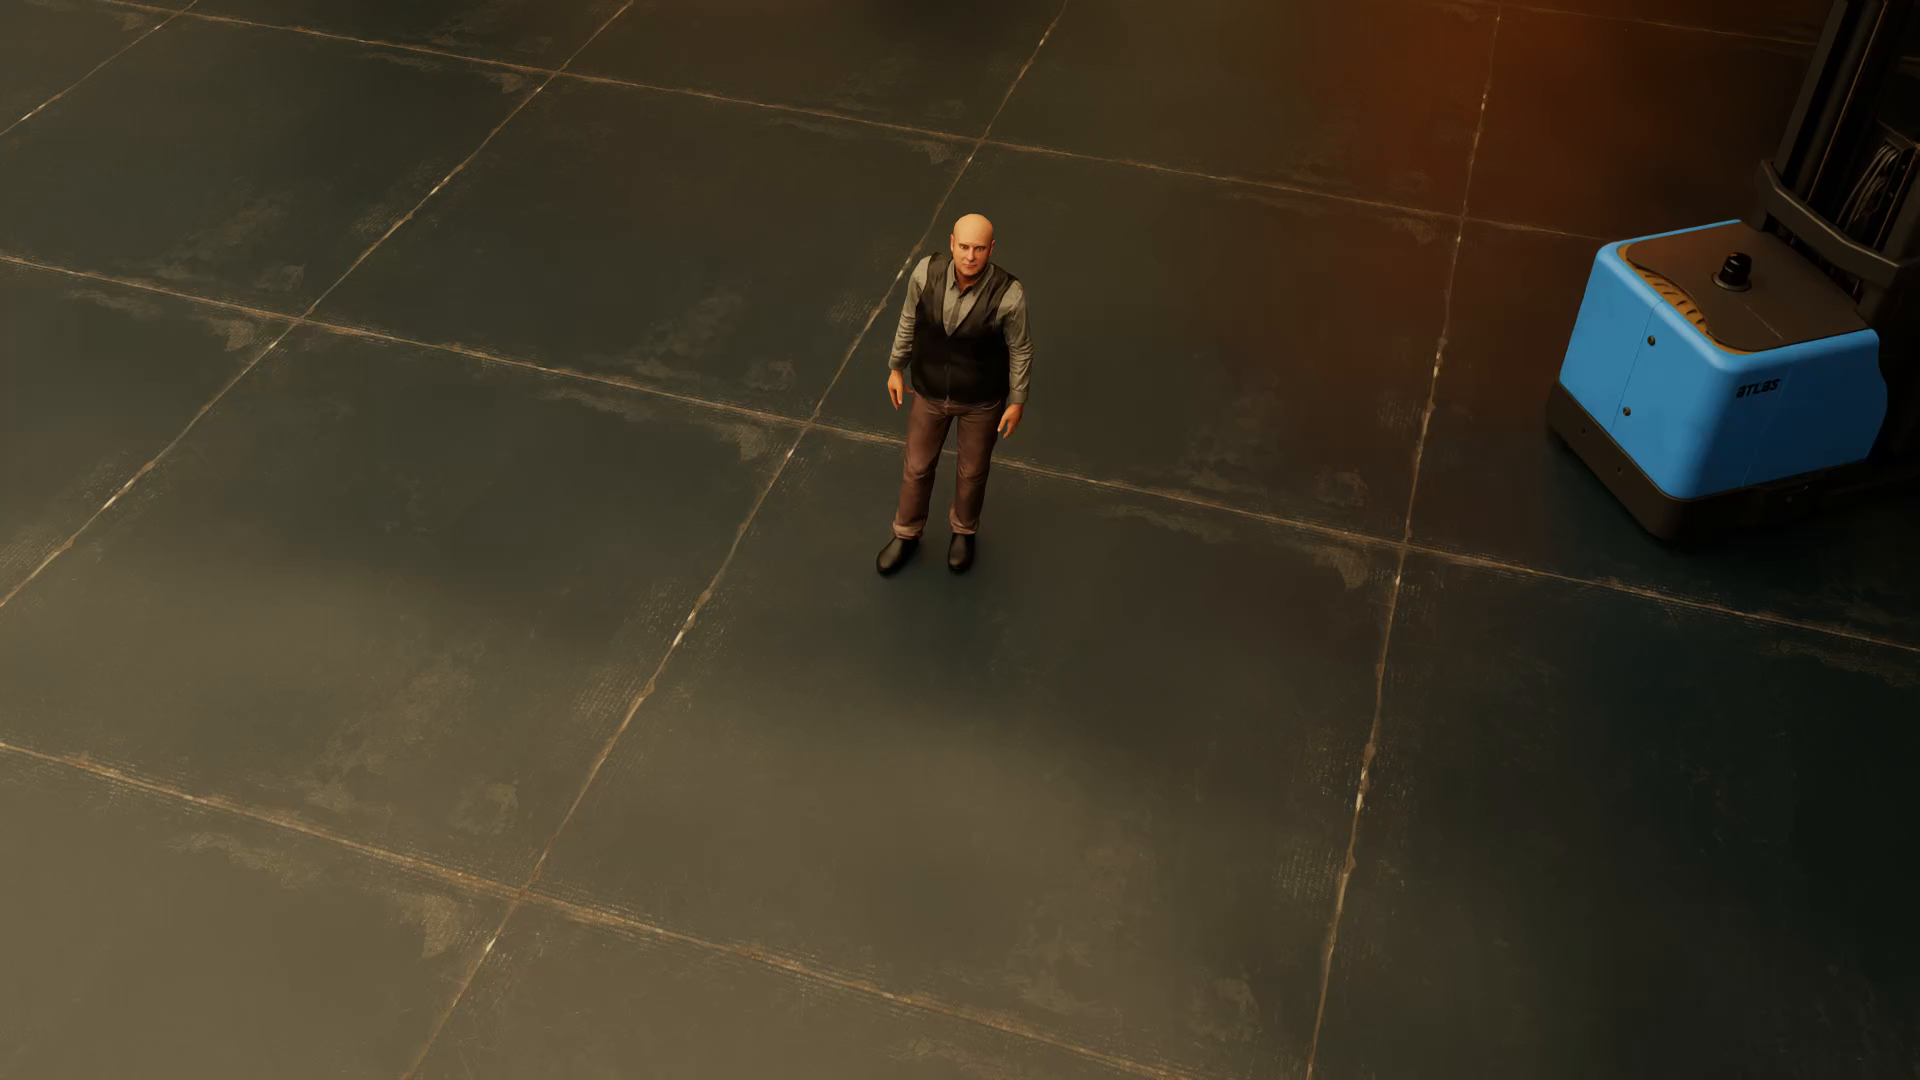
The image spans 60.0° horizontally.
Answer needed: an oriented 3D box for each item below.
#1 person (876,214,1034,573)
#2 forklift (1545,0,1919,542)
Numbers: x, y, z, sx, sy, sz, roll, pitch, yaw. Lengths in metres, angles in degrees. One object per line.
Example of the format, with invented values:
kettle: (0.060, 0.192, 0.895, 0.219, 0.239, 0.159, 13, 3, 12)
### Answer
person: (-0.026, -0.597, 7.208, 0.632, 1.720, 0.568, 12, 44, 13)
forklift: (4.530, -1.651, 7.463, 3.031, 2.935, 1.130, -12, 44, -13)
